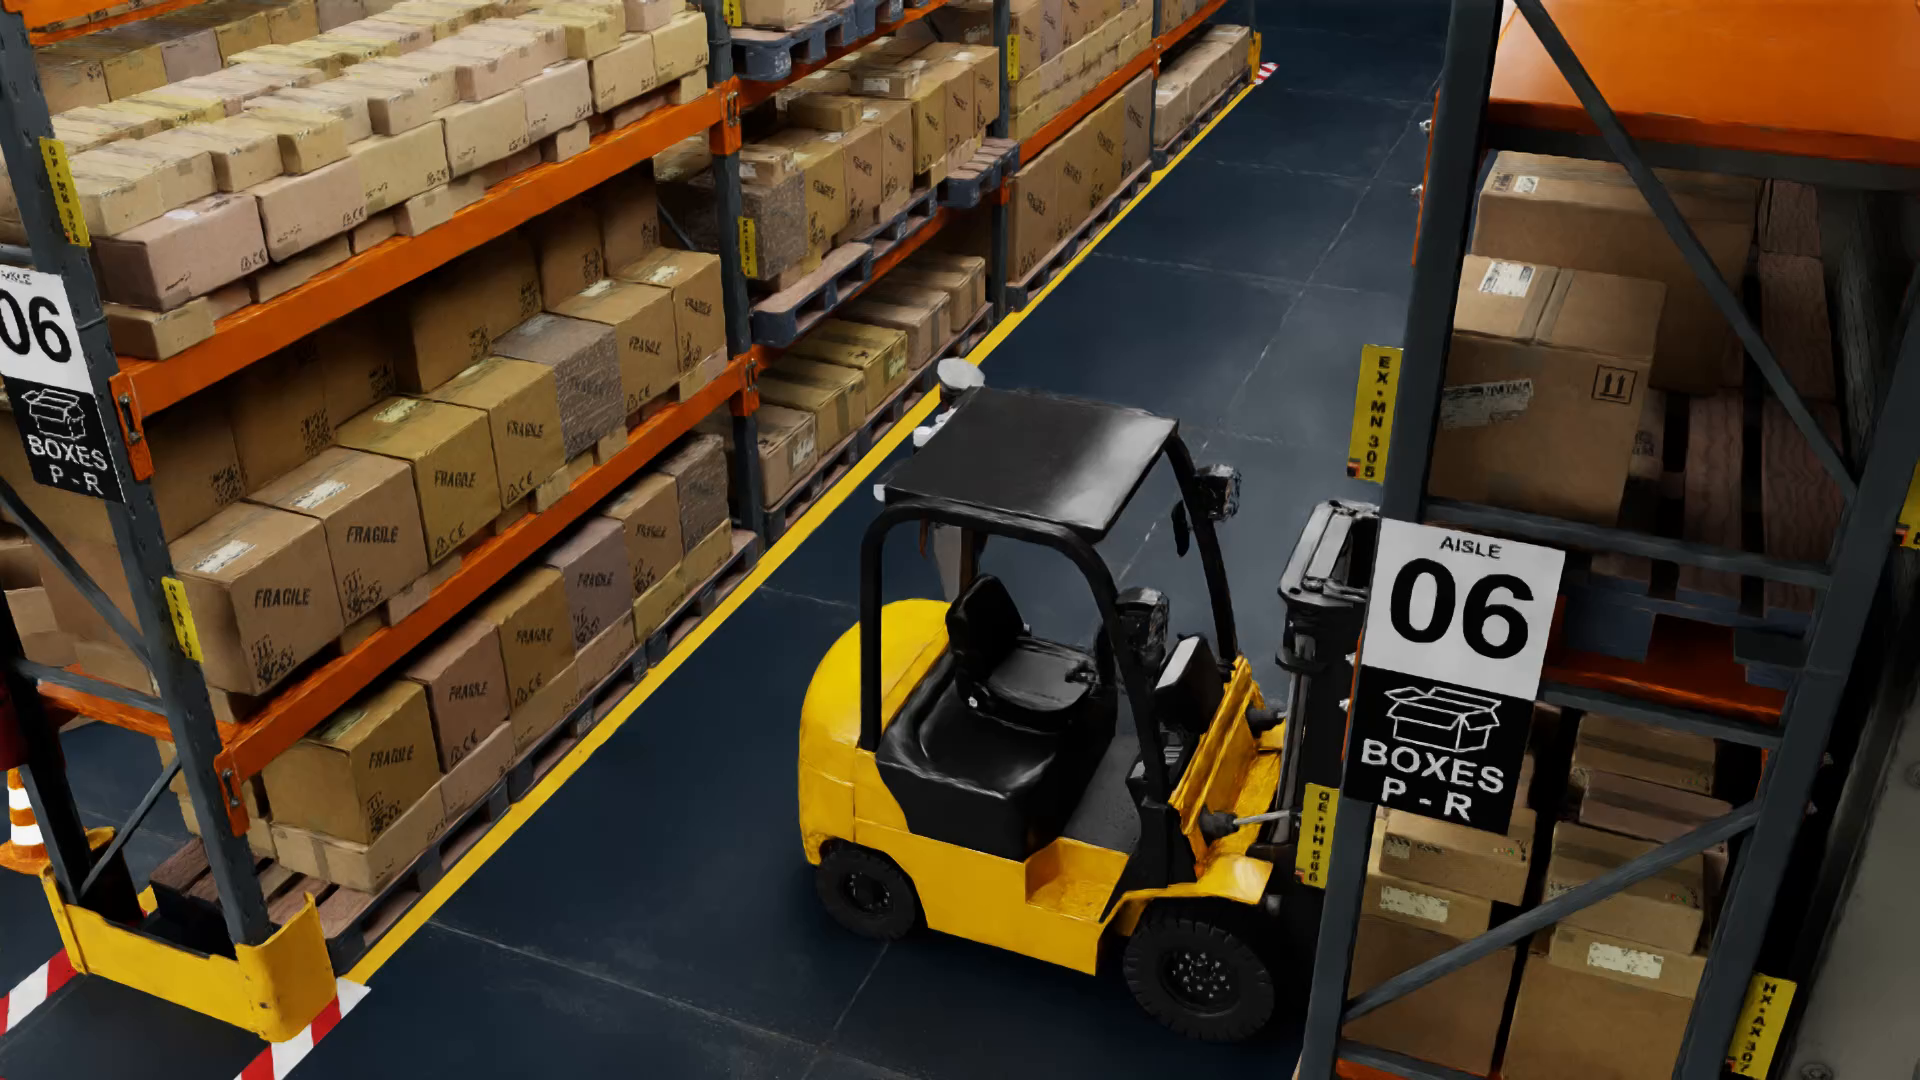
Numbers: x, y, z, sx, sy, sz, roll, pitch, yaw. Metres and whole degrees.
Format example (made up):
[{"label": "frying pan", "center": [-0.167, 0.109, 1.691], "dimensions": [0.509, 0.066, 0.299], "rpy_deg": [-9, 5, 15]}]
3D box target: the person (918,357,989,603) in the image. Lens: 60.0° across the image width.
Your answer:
[{"label": "person", "center": [-0.027, -0.137, 8.586], "dimensions": [0.559, 1.656, 0.580], "rpy_deg": [21, 36, 32]}]
